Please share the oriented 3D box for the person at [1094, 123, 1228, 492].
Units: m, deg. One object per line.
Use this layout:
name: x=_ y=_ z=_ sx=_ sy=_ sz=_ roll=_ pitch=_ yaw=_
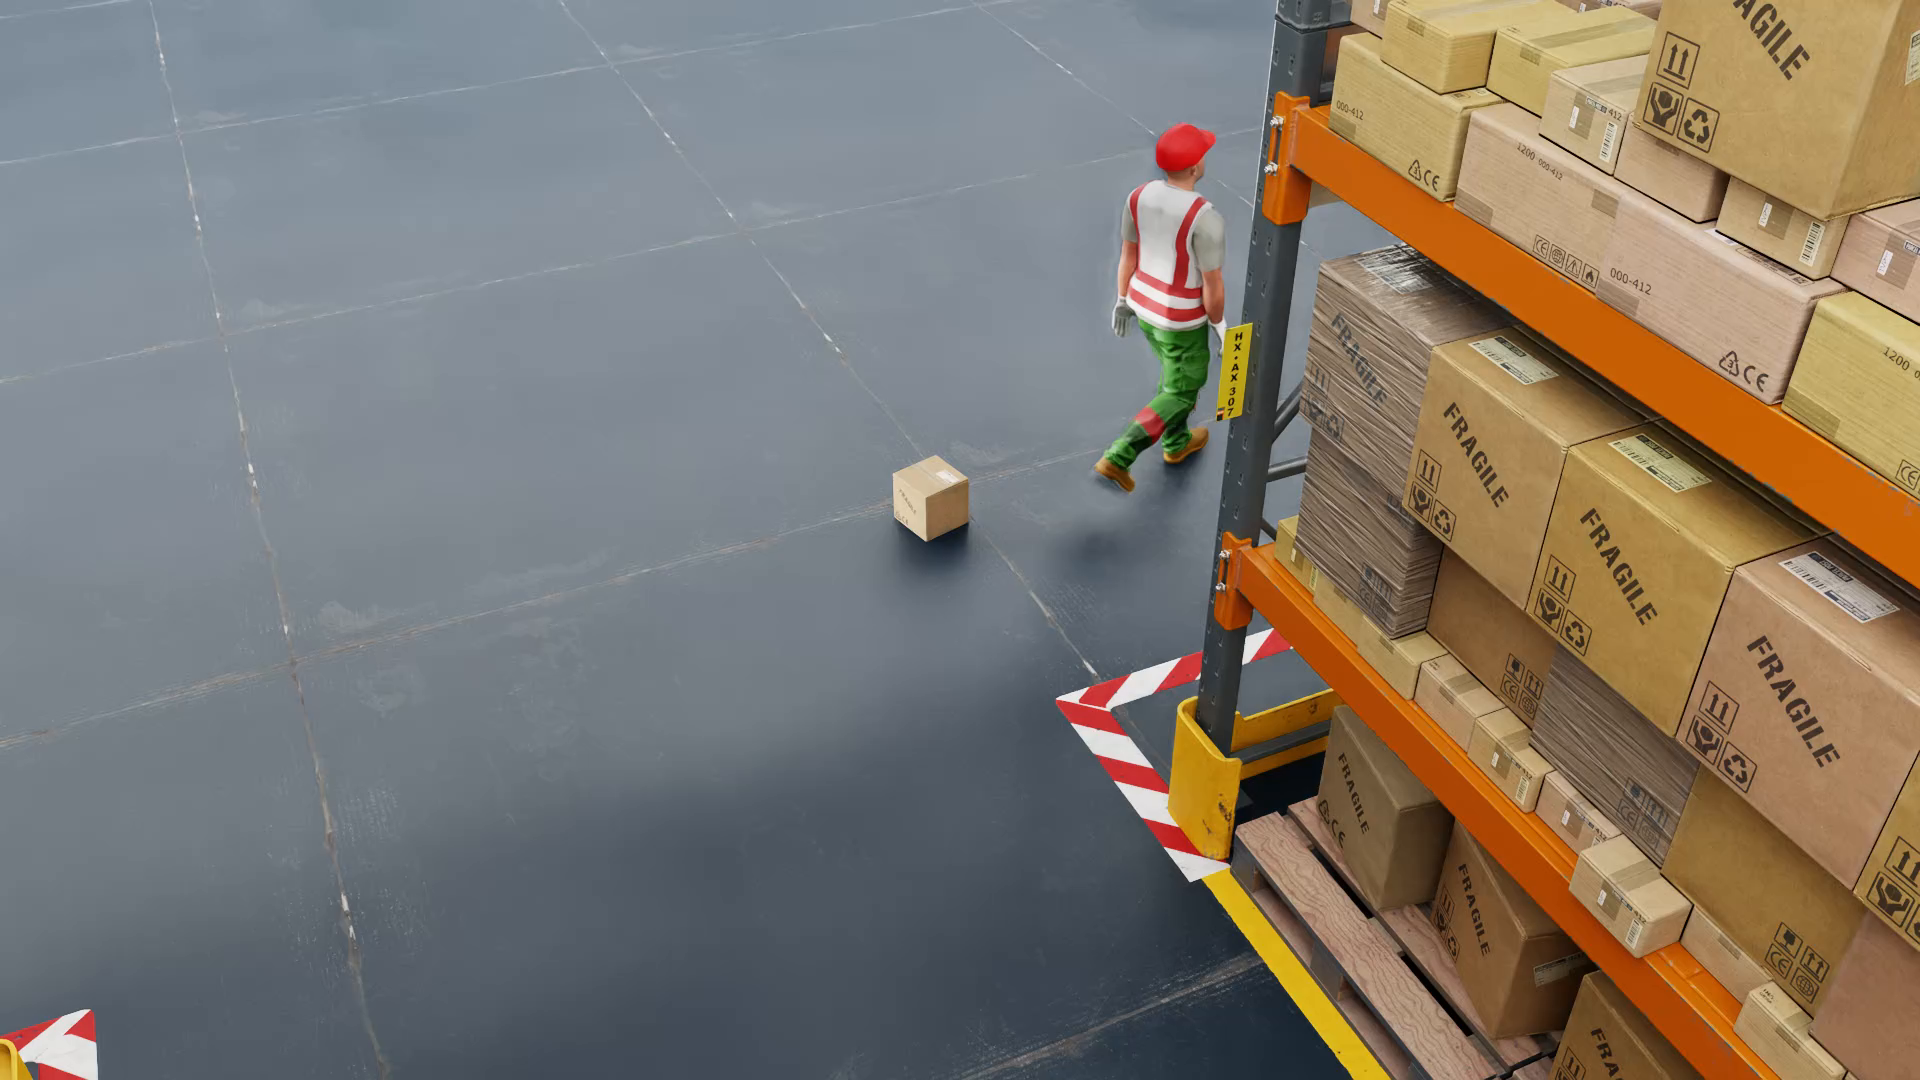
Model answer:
person: x=0.916 y=-1.008 z=7.466 sx=0.887 sy=1.764 sz=0.543 roll=-28 pitch=45 yaw=-32
